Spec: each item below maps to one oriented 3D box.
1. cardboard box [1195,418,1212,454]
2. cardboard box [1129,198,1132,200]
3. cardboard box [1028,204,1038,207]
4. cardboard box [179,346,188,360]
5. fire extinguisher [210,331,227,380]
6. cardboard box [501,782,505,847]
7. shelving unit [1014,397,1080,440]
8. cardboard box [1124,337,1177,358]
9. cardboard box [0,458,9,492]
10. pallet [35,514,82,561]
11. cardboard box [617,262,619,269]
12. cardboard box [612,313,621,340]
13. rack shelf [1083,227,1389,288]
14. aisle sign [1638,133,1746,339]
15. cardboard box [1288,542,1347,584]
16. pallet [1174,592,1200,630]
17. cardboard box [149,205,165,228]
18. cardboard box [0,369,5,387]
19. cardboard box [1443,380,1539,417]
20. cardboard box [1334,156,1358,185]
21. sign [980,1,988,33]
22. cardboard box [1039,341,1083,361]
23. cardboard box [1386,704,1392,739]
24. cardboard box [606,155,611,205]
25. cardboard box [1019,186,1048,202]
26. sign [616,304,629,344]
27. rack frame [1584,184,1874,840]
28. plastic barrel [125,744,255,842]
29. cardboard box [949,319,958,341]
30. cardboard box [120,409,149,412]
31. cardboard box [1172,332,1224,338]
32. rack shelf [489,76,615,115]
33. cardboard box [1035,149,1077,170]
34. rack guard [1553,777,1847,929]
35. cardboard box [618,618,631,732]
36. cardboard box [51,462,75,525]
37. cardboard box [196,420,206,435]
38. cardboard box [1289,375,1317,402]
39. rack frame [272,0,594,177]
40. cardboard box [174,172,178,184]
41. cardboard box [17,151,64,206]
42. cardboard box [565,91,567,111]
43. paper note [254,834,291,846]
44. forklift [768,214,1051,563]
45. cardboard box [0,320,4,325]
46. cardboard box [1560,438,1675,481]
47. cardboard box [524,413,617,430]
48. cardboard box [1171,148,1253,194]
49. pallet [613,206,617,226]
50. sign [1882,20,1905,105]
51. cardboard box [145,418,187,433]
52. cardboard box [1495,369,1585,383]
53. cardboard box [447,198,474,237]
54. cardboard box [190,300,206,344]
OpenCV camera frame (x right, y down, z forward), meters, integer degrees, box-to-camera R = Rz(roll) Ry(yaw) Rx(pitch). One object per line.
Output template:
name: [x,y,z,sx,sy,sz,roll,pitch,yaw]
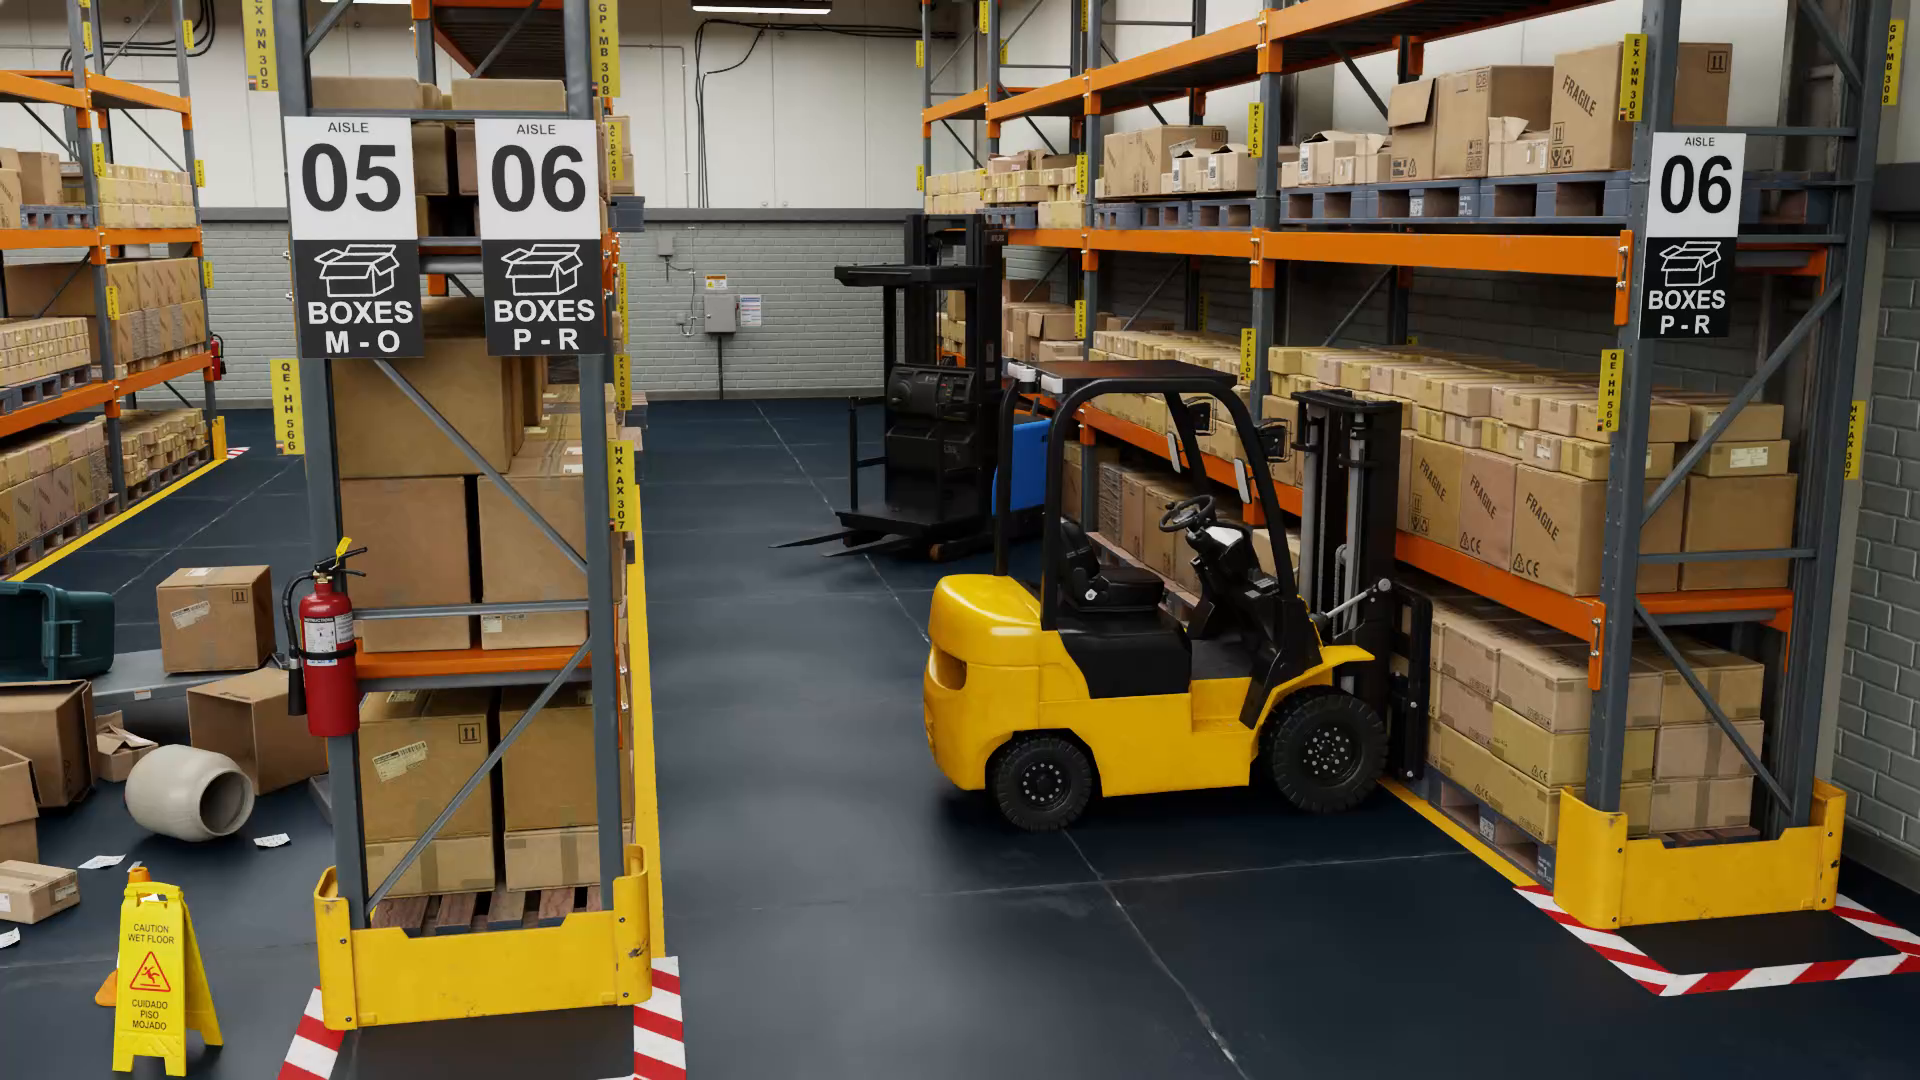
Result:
cardboard box: [1.893,-0.762,11.634,0.500,0.250,0.500,-2,11,-11]
cardboard box: [1.704,-3.113,14.893,0.380,0.149,0.250,-2,11,-11]
cardboard box: [0.976,-3.777,18.657,0.500,0.250,0.500,-2,11,-12]
cardboard box: [-9.199,-2.171,19.305,0.380,0.149,0.250,-2,11,-9]
fire extinguisher: [-9.283,-2.324,20.642,0.296,0.674,0.183,-2,11,-11]
cardboard box: [-2.253,1.164,7.340,0.500,0.250,0.500,-2,11,-11]
shelving unit: [0.610,-0.813,16.020,0.538,1.125,1.048,12,4,-23]
cardboard box: [1.537,-1.551,13.372,0.380,0.149,0.250,-2,11,-10]
cardboard box: [-8.028,-0.497,13.395,0.500,0.250,0.500,-3,11,-14]
pallet: [-8.516,-0.012,14.747,1.003,0.211,1.213,-2,11,-11]
cardboard box: [-4.379,-3.391,20.368,0.380,0.149,0.250,-2,11,-12]
cardboard box: [-2.262,-1.299,10.132,0.380,0.149,0.250,-2,11,-11]
rack shelf: [1.962,-2.148,12.415,1.077,0.370,4.000,-2,11,-11]
aisle sign: [2.853,-1.182,6.484,0.394,0.787,0.004,-2,11,-11]
cardboard box: [2.227,0.187,9.804,0.500,0.250,0.500,-2,11,-11]
pallet: [2.169,0.575,11.664,1.003,0.211,1.213,-2,11,-11]
cardboard box: [-9.027,-3.527,18.135,0.500,0.250,0.500,-2,11,-8]
cardboard box: [-8.179,-1.335,13.792,0.380,0.149,0.250,-2,11,-8]
cardboard box: [2.562,-0.683,8.016,0.380,0.149,0.250,-2,11,-10]
cardboard box: [2.290,-2.032,9.164,0.380,0.149,0.250,-2,11,-9]
sign: [0.259,-5.557,17.668,0.100,0.325,0.005,-2,11,-11]
cardboard box: [1.050,-1.709,15.485,0.500,0.250,0.500,-3,11,-14]
cardboard box: [2.429,0.864,8.917,0.500,0.250,0.500,-2,11,-9]
cardboard box: [-2.068,-1.862,8.594,0.500,0.250,0.500,-2,11,-12]
cardboard box: [0.787,-3.384,16.264,0.380,0.149,0.250,-2,11,-10]
sign: [-2.765,-1.765,13.615,0.100,0.325,0.005,-2,11,-11]
rack frame: [3.129,0.073,6.846,1.000,3.000,0.127,-2,11,-11]
plastic barrel: [-3.626,1.196,7.836,0.512,0.421,0.421,6,12,28]
cardboard box: [0.161,-2.563,20.299,0.500,0.250,0.500,-2,11,-13]
cardboard box: [-9.918,-1.472,19.871,0.380,0.149,0.250,-3,11,-14]
cardboard box: [1.995,-1.666,13.979,0.380,0.149,0.250,-2,11,-10]
rack shelf: [-3.684,-3.977,15.074,1.077,0.370,4.000,-2,11,-11]
cardboard box: [1.006,-3.983,17.507,0.396,0.266,0.258,-2,11,-11]
rack guard: [3.133,1.305,7.057,1.175,0.500,0.348,-2,11,-11]
cardboard box: [-1.826,0.679,7.883,0.500,0.500,0.500,-2,11,-10]
cardboard box: [-8.323,-0.412,14.954,0.500,0.500,0.500,-2,11,-12]
cardboard box: [-9.305,-1.348,20.014,0.380,0.149,0.250,-2,11,-13]
cardboard box: [2.207,-0.913,10.024,0.380,0.149,0.250,-2,11,-10]
rack frame: [-1.739,-2.693,5.333,1.000,3.000,0.127,-2,11,-11]
cardboard box: [-9.361,-4.225,19.402,0.380,0.149,0.250,-2,11,-10]
cardboard box: [-8.943,-3.404,15.699,0.700,0.500,0.500,-2,11,-11]
cardboard box: [-1.661,-1.654,6.437,0.380,0.149,0.250,-2,11,-11]
paper note: [-3.224,1.403,7.796,0.142,0.019,0.148,-6,13,-31]
forklift: [-0.390,-1.349,14.496,1.130,2.935,3.031,8,14,38]
cardboard box: [-9.223,-1.984,15.608,0.380,0.149,0.250,-2,11,-9]
cardboard box: [2.787,-0.349,7.057,0.380,0.149,0.250,-2,11,-10]
cardboard box: [-1.871,-0.320,7.844,0.500,0.500,0.500,-2,11,-12]
cardboard box: [1.822,-2.611,11.770,0.500,0.311,0.500,-3,11,-13]
pallet: [-3.473,-2.710,13.951,1.213,0.211,1.003,-2,11,-8]
sign: [3.674,-1.888,6.577,0.100,0.325,0.005,-2,11,-11]
cardboard box: [-9.073,-1.304,18.990,0.380,0.149,0.250,-2,11,-9]
cardboard box: [3.000,-0.795,8.609,0.380,0.149,0.250,-2,11,-11]
cardboard box: [-2.166,-1.295,6.680,0.380,0.149,0.250,-2,11,-11]
cardboard box: [-9.347,-2.604,19.848,0.500,0.500,0.500,-2,11,-10]
